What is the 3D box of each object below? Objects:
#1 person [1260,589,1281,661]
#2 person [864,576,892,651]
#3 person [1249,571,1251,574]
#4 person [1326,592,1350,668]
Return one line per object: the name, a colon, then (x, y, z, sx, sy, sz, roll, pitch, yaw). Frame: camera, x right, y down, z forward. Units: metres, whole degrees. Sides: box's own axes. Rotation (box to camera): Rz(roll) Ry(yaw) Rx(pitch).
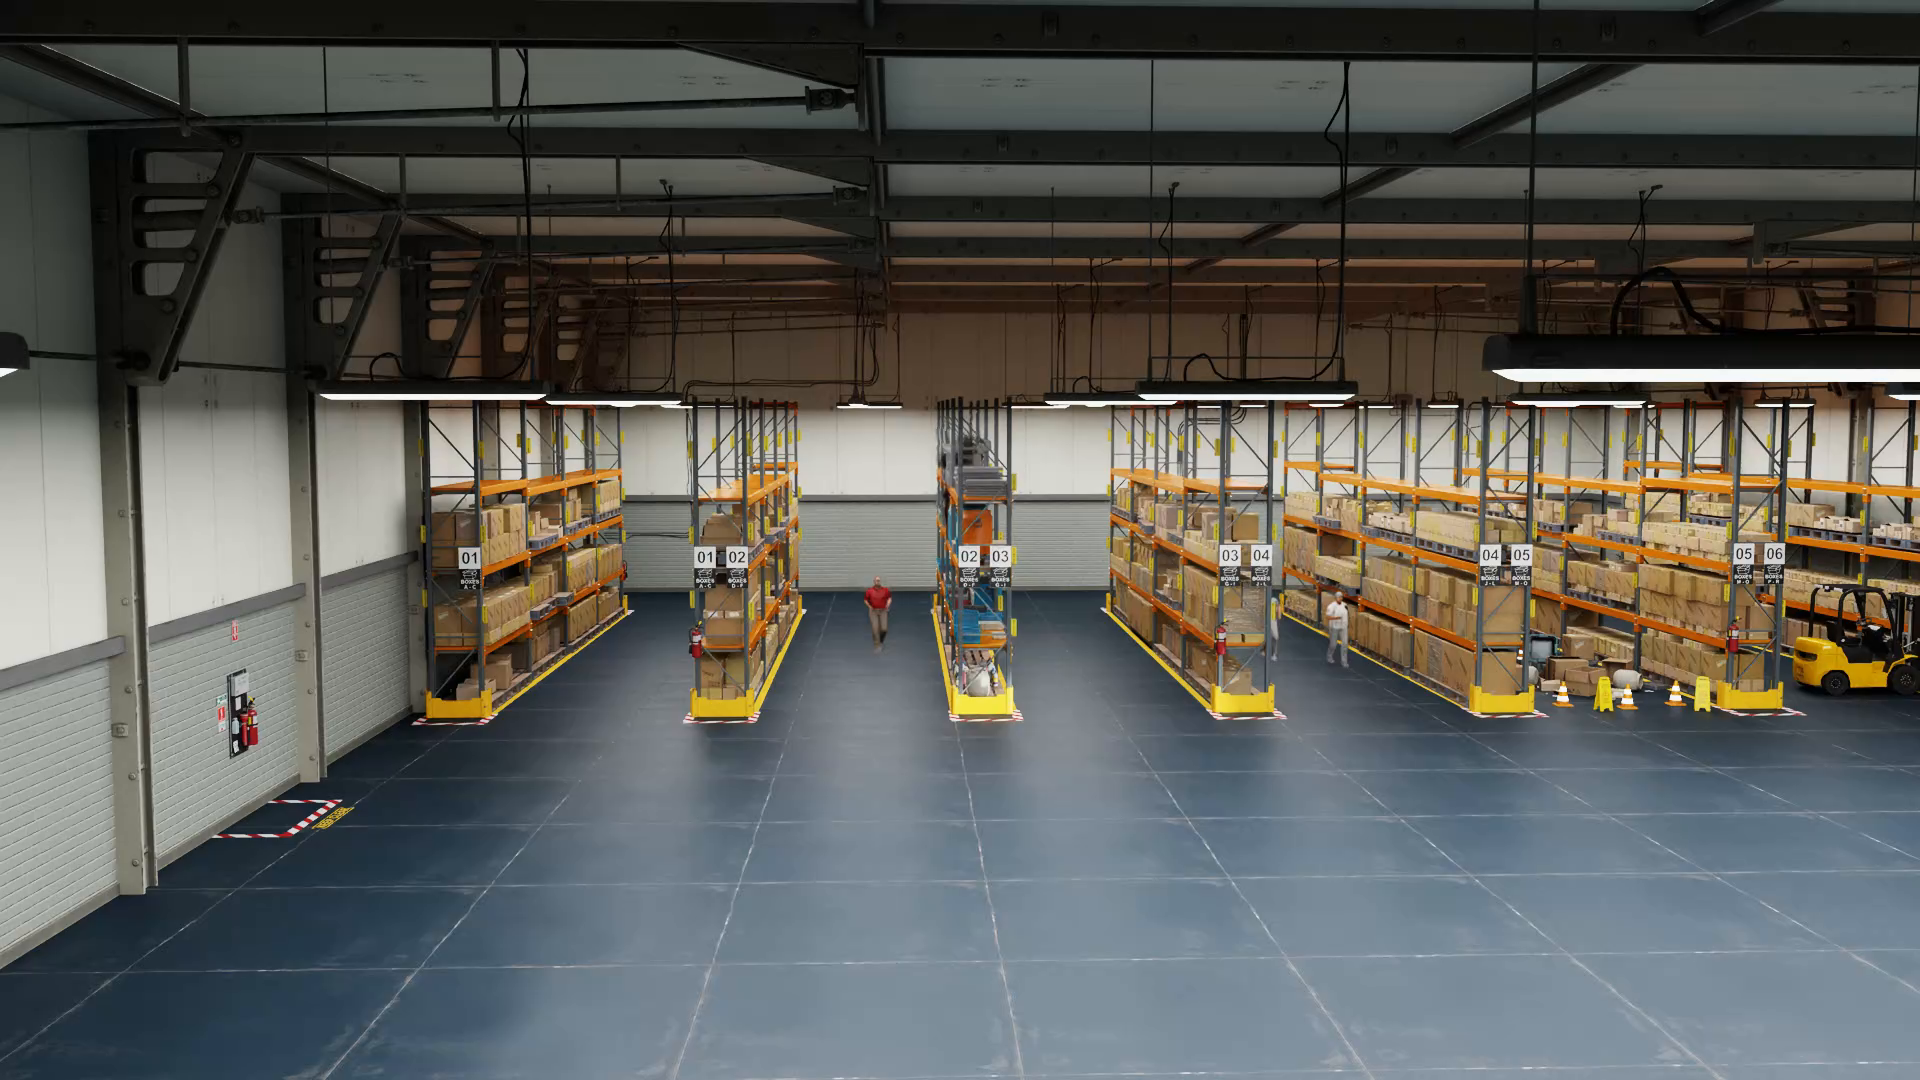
person: (7.150, 1.949, 38.413, 0.585, 1.718, 0.729, -1, 4, -7)
person: (-1.851, 1.688, 37.725, 0.640, 1.722, 0.557, -1, 4, -9)
person: (8.606, 1.218, 48.448, 0.621, 1.528, 0.585, -3, 5, -35)
person: (8.477, 1.988, 37.282, 0.596, 1.665, 0.880, -1, 4, -8)
